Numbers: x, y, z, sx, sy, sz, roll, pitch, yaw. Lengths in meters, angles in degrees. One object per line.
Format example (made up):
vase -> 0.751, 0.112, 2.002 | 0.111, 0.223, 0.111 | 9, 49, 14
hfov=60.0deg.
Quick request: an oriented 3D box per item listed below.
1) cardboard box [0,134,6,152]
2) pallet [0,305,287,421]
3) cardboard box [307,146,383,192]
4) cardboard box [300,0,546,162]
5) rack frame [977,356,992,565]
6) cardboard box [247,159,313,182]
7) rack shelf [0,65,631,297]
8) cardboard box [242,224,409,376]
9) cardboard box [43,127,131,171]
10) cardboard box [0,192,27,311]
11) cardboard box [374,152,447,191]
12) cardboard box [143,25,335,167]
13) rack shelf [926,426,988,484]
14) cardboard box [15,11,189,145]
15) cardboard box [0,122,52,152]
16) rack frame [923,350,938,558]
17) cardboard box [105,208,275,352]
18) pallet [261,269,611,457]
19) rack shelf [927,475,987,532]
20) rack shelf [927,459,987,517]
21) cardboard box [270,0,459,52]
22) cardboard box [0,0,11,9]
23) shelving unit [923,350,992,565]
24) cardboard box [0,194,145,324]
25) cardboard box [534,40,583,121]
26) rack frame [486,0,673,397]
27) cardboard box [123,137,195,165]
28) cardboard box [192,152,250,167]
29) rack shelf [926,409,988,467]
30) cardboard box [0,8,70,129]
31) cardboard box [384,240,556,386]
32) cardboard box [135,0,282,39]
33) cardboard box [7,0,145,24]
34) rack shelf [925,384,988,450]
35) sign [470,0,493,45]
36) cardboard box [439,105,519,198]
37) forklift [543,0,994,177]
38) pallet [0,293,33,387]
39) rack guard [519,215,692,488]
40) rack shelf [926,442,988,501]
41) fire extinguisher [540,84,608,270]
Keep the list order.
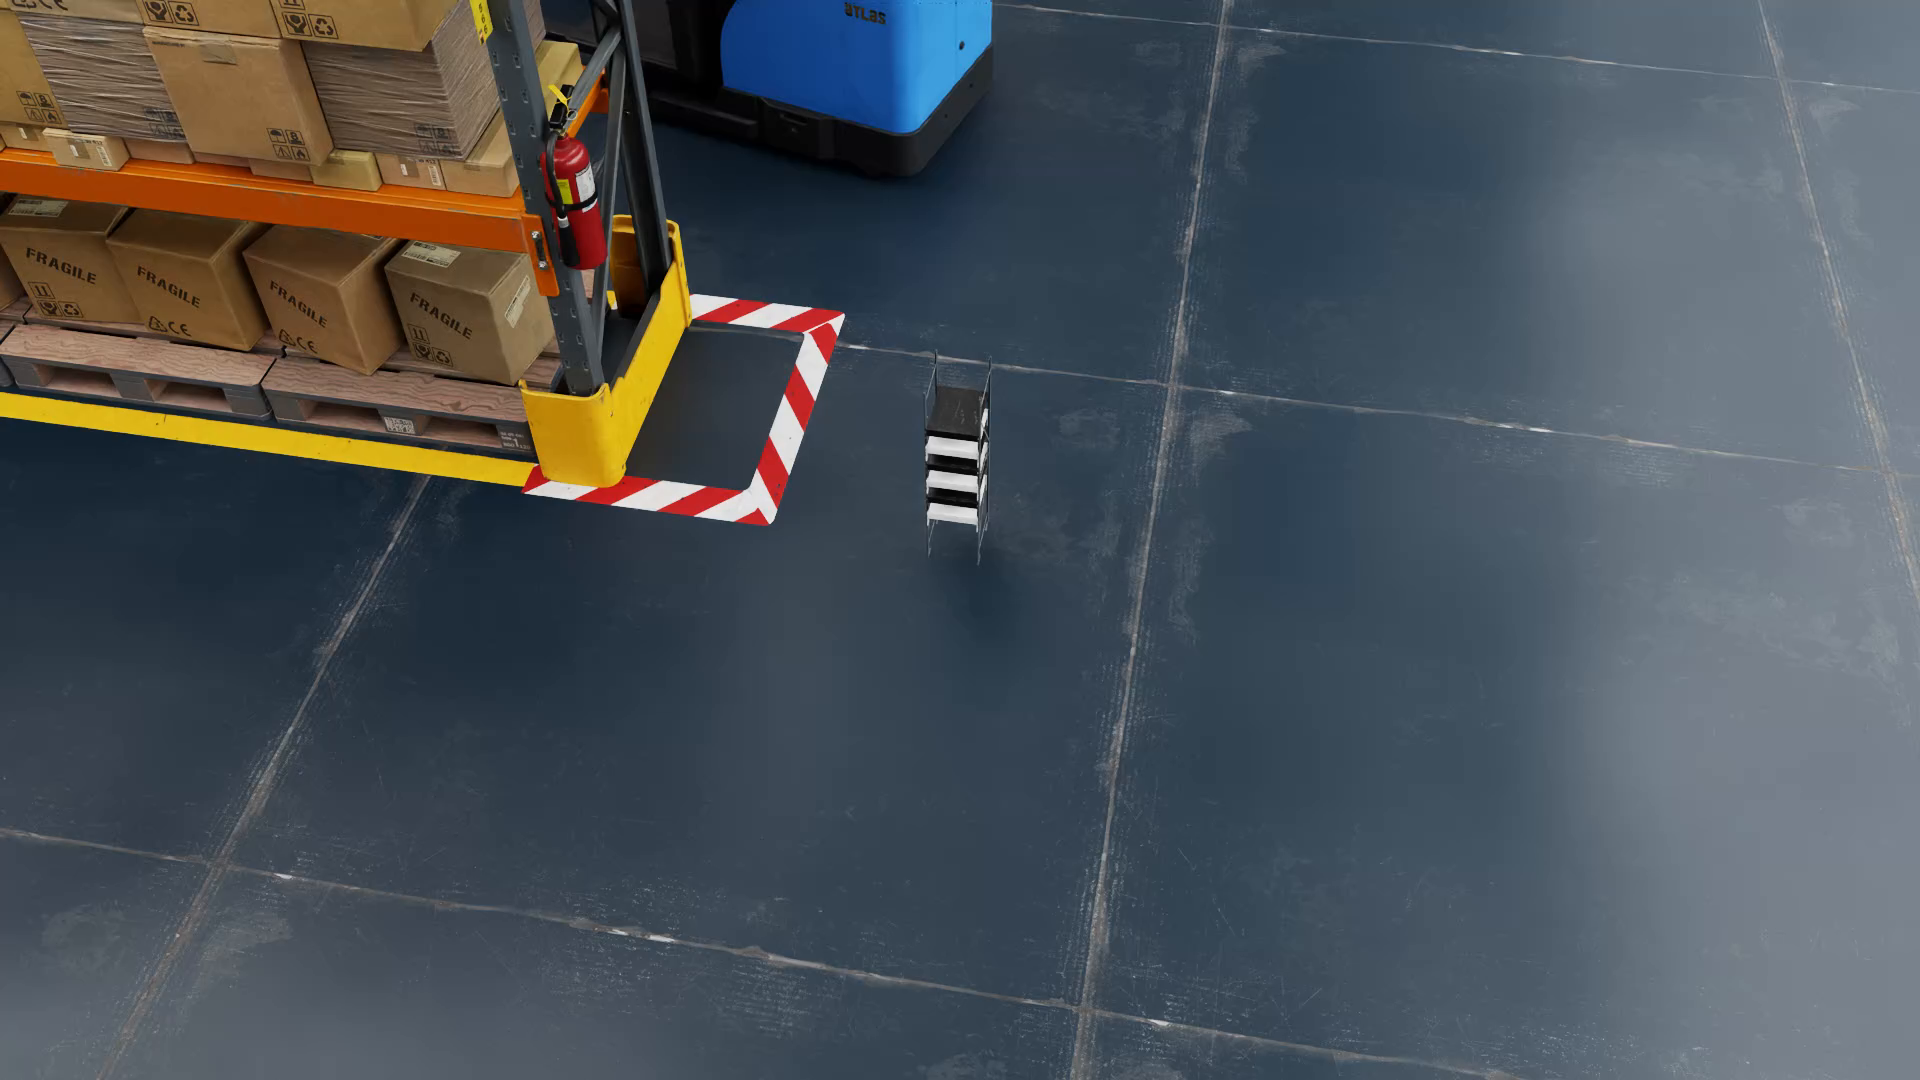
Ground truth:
cardboard box -> -3.717, -1.659, 6.365 | 0.250, 0.149, 0.380 | 8, 49, 7
pallet -> -3.482, -1.026, 7.502 | 1.213, 0.211, 1.003 | 8, 49, 7
cardboard box -> -2.236, -1.483, 6.207 | 0.250, 0.149, 0.380 | 8, 49, 7
cardboard box -> -1.954, -1.877, 6.125 | 0.500, 0.500, 0.875 | 8, 49, 7
rack frame -> 0.092, -0.288, 6.376 | 0.006, 0.900, 0.240 | 8, 49, 7
cardboard box -> -2.479, -1.527, 6.247 | 0.250, 0.149, 0.380 | 8, 49, 7
rack shelf -> -3.386, -1.676, 6.695 | 4.000, 0.370, 1.077 | 8, 49, 7
cardboard box -> -2.623, -1.105, 7.097 | 0.500, 0.500, 0.500 | 19, 51, 17
cardboard box -> -3.229, -1.576, 6.290 | 0.250, 0.149, 0.380 | 8, 49, 7
cardboard box -> -4.402, -1.333, 7.301 | 0.500, 0.500, 0.500 | 22, 52, 19
cardboard box -> -1.981, -1.488, 6.211 | 0.250, 0.149, 0.380 | 8, 49, 7
cardboard box -> -2.467, -1.856, 6.105 | 0.500, 0.500, 0.875 | 8, 49, 7
rack shelf -> -0.008, -0.340, 6.346 | 0.200, 0.077, 0.258 | 8, 49, 7
cardboard box -> -2.952, -1.953, 6.193 | 0.500, 0.500, 0.875 | 8, 49, 7
cardboard box -> -3.463, -1.660, 6.366 | 0.250, 0.149, 0.380 | 8, 49, 7
rack frame -> -0.108, -0.315, 6.400 | 0.006, 0.900, 0.240 | 8, 49, 7
cardboard box -> -3.236, -1.202, 7.184 | 0.500, 0.500, 0.500 | 12, 49, 10
pallet -> -2.285, -0.863, 7.355 | 1.213, 0.211, 1.003 | 8, 49, 7
rack shelf -> -0.008, -0.159, 6.547 | 0.200, 0.077, 0.258 | 8, 49, 7
rack shelf -> -0.008, -0.219, 6.480 | 0.200, 0.077, 0.258 | 8, 49, 7
cardboard box -> -2.003, -2.010, 5.572 | 0.500, 0.500, 0.500 | 8, 49, 7
cardboard box -> -3.478, -2.212, 5.754 | 0.500, 0.500, 0.500 | 8, 49, 7
shelving unit -> -0.008, -0.302, 6.388 | 0.210, 0.900, 0.258 | 8, 49, 7
cardboard box -> -3.777, -1.309, 7.279 | 0.500, 0.500, 0.500 | 4, 48, 3
cardboard box -> -1.656, -1.780, 6.473 | 0.250, 0.149, 0.380 | 8, 49, 7
rack frame -> -1.418, -1.652, 6.189 | 0.127, 3.000, 1.000 | 8, 49, 7
cardboard box -> -2.968, -1.607, 6.319 | 0.250, 0.149, 0.380 | 8, 49, 7
cardboard box -> -2.718, -1.591, 6.304 | 0.250, 0.149, 0.380 | 8, 49, 7
rack shelf -> -0.008, -0.400, 6.279 | 0.200, 0.077, 0.258 | 8, 49, 7
cardboard box -> -3.442, -2.028, 6.260 | 0.500, 0.500, 0.875 | 8, 49, 7
cardboard box -> -2.029, -1.051, 7.048 | 0.500, 0.500, 0.500 | 16, 50, 14
cardboard box -> -2.496, -2.072, 5.628 | 0.500, 0.500, 0.500 | 8, 49, 7
cardboard box -> -2.987, -2.140, 5.689 | 0.500, 0.500, 0.500 | 8, 49, 7
rack shelf -> -0.008, -0.460, 6.212 | 0.200, 0.077, 0.258 | 8, 49, 7
sign -> -1.536, -1.741, 5.278 | 0.005, 0.325, 0.100 | 8, 49, 7
cardboard box -> -1.735, -1.454, 6.181 | 0.250, 0.149, 0.380 | 8, 49, 7
forklift -> -1.380, -3.539, 7.932 | 3.031, 2.935, 1.130 | 19, 51, 17
pallet -> -4.687, -1.186, 7.645 | 1.213, 0.211, 1.003 | 8, 49, 7
rack guard -> -1.492, -0.826, 7.128 | 0.348, 0.500, 1.175 | 8, 49, 7
rack shelf -> -0.008, -0.280, 6.413 | 0.200, 0.077, 0.258 | 8, 49, 7
fire extinguisher -> -1.387, -1.273, 5.901 | 0.183, 0.674, 0.296 | 8, 49, 7
